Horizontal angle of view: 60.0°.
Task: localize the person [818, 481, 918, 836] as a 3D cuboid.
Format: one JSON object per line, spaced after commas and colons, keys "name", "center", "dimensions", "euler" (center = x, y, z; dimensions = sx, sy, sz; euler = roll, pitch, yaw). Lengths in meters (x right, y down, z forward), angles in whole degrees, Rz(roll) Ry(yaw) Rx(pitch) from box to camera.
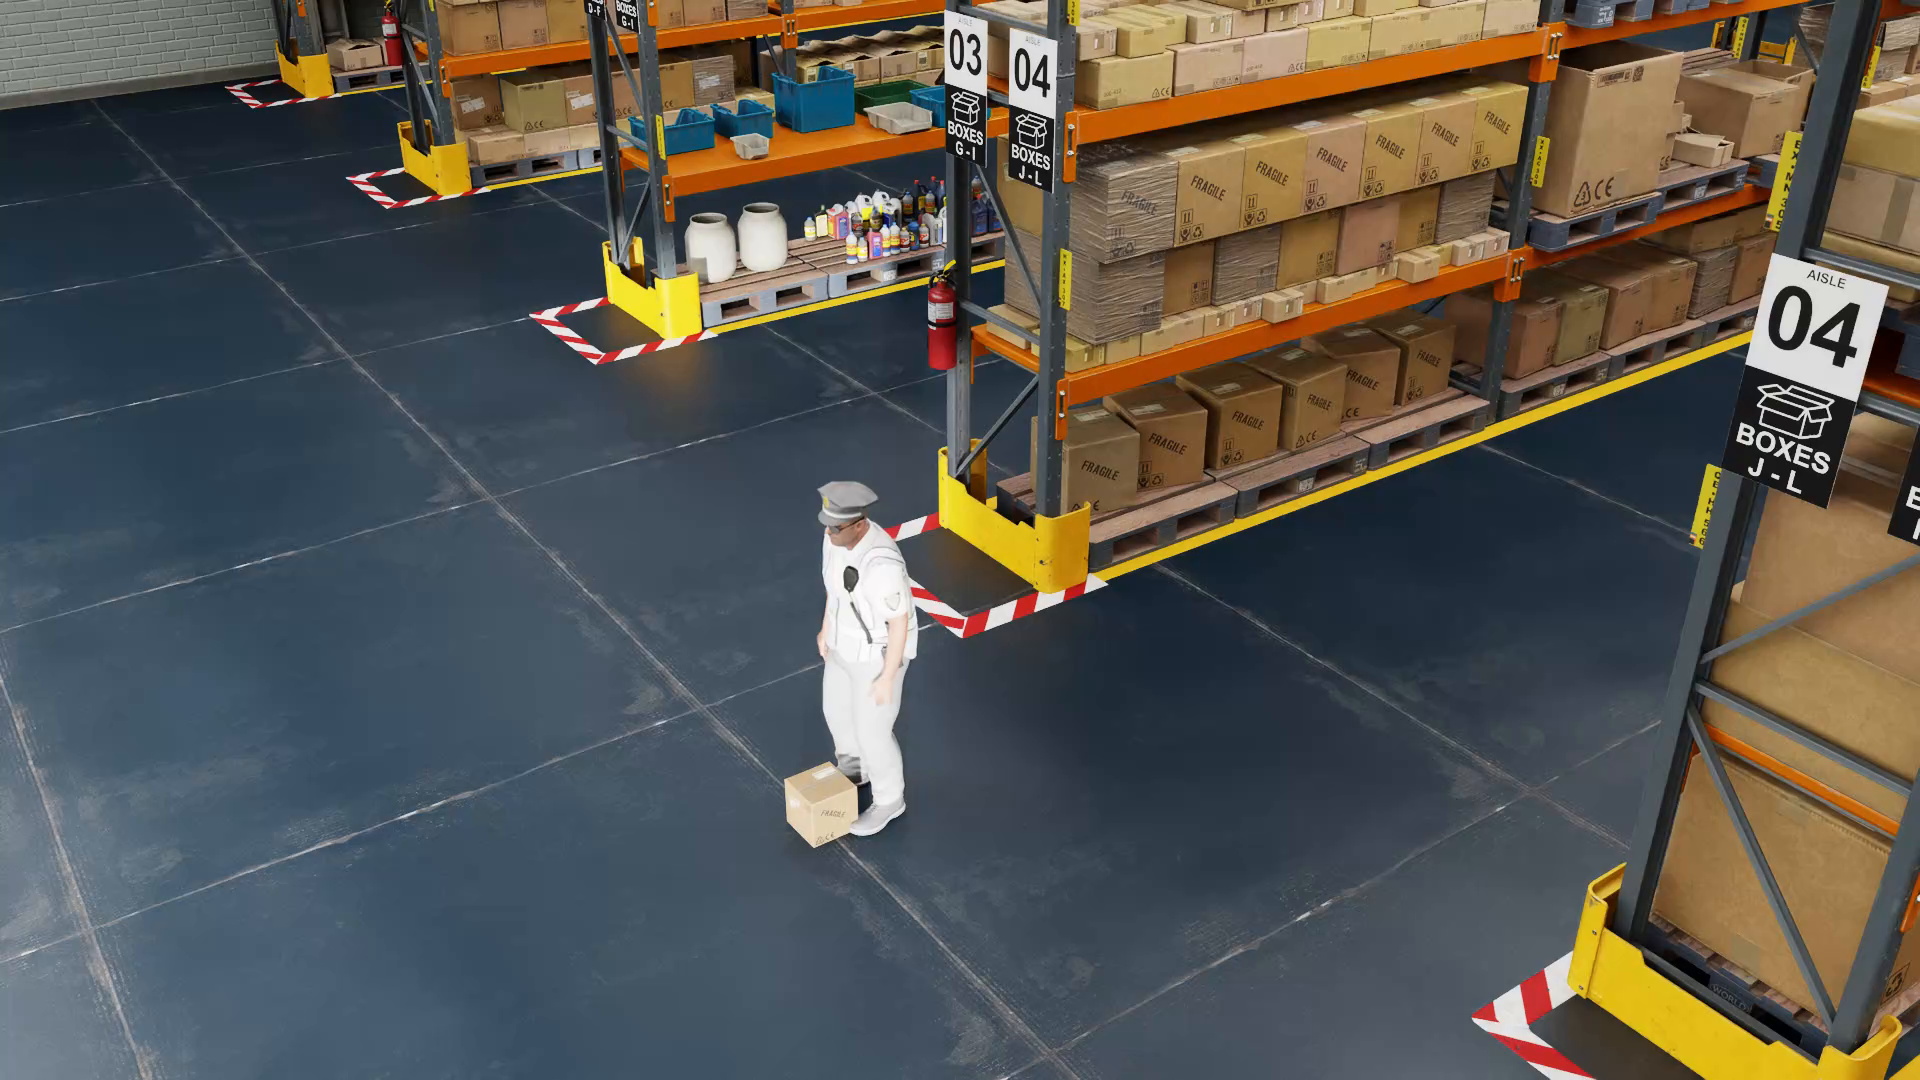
{"name": "person", "center": [-0.439, 0.512, 7.670], "dimensions": [0.438, 1.746, 0.587], "euler": [-18, 33, -30]}
